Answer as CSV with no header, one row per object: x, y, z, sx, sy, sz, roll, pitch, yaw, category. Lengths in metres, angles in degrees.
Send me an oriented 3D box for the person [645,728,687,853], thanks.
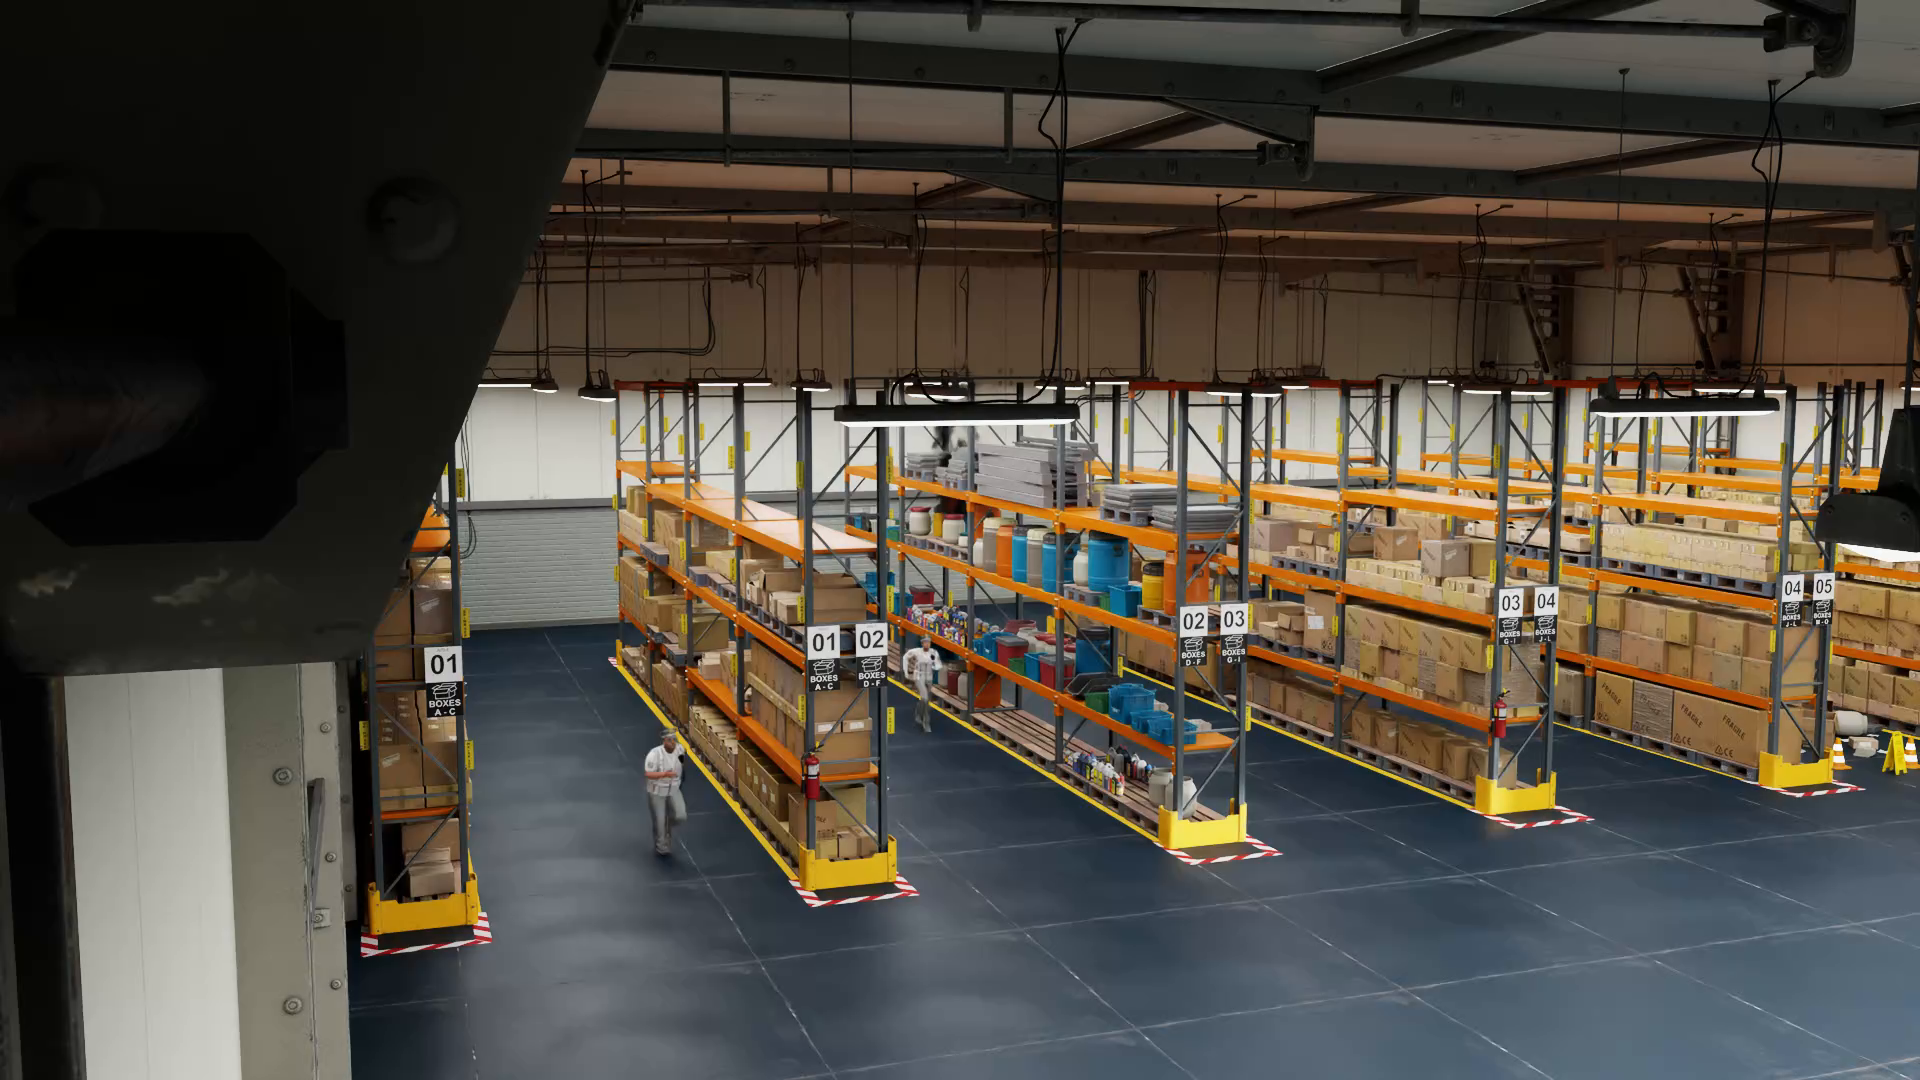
-3.739,3.218,21.337,0.653,1.704,0.786,-4,7,-32,person

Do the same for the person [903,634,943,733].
-0.643,2.461,28.842,0.636,1.713,0.827,-2,6,-20,person
